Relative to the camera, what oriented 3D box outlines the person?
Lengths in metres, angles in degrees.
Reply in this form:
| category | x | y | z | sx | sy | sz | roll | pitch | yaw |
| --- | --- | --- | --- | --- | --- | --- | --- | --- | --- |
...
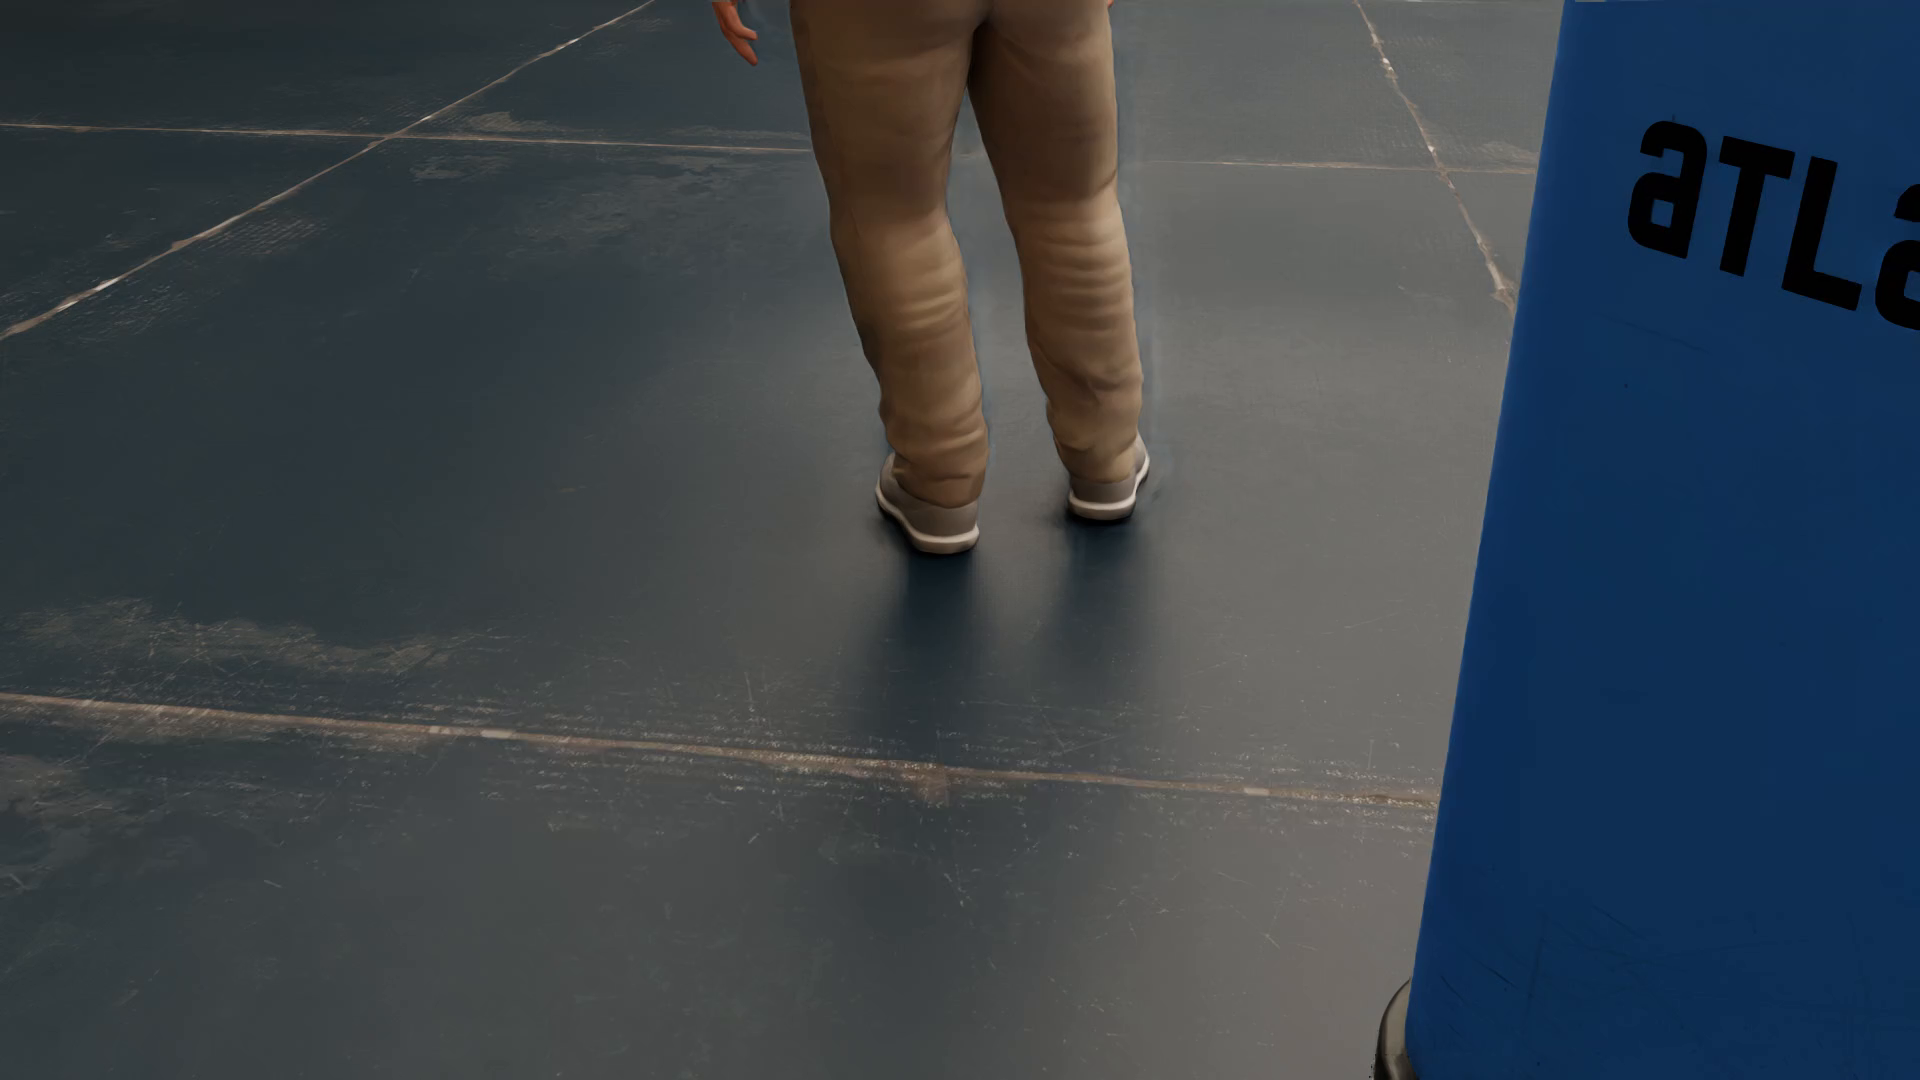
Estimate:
| category | x | y | z | sx | sy | sz | roll | pitch | yaw |
| --- | --- | --- | --- | --- | --- | --- | --- | --- | --- |
| person | 0.018 | -0.798 | 2.172 | 0.743 | 1.727 | 0.421 | -13 | 29 | -25 |
